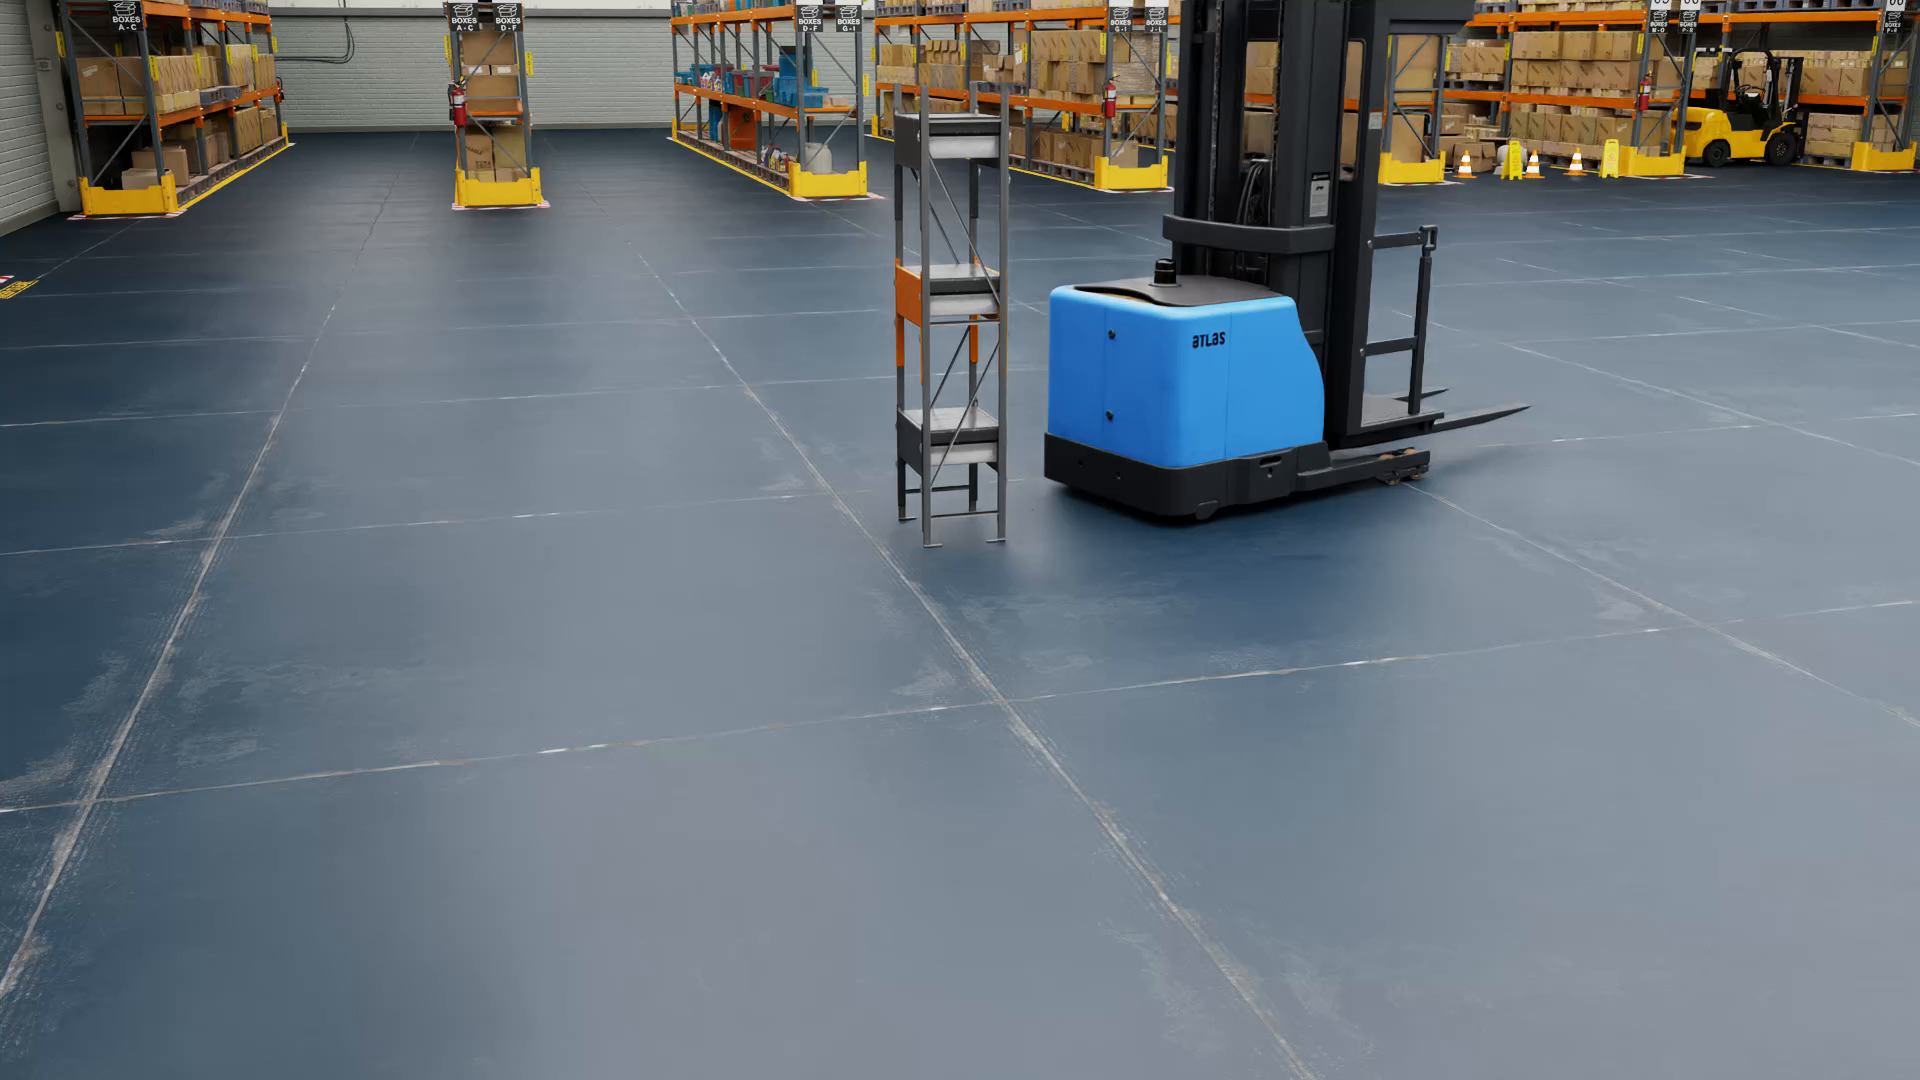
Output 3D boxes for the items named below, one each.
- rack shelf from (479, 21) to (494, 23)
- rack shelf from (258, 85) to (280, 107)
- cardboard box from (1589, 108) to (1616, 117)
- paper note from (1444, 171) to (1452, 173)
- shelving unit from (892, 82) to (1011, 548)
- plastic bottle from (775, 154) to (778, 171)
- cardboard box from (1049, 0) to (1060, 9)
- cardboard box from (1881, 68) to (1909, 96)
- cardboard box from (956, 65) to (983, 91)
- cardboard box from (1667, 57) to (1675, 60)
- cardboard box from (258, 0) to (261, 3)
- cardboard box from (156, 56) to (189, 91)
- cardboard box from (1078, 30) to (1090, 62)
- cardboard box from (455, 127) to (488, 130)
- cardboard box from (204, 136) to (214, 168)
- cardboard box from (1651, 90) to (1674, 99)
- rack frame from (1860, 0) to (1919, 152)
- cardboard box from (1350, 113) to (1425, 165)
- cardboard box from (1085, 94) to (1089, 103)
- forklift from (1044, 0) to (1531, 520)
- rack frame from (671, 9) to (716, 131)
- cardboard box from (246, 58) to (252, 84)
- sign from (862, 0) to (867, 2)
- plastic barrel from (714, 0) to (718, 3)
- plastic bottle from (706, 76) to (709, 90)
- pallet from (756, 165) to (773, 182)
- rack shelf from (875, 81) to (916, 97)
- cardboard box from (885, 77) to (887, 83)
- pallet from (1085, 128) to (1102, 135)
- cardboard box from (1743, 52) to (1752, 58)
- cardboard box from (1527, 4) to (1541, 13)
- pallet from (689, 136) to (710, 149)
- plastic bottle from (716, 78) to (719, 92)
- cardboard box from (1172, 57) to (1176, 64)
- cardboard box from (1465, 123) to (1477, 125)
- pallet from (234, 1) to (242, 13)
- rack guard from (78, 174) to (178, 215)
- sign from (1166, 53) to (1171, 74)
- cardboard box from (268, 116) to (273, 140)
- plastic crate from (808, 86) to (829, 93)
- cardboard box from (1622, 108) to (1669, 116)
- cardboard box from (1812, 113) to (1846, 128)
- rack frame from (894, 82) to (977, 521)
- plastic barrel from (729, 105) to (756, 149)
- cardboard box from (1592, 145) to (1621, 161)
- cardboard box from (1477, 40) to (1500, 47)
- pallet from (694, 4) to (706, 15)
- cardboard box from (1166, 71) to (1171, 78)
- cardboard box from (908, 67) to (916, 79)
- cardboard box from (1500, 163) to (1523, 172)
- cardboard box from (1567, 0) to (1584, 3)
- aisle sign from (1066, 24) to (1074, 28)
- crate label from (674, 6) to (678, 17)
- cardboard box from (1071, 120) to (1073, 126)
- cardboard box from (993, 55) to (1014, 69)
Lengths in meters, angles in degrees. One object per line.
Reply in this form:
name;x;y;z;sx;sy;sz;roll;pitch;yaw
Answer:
rack shelf;-10.581;-11.326;36.481;1.077;0.370;4.000;-5;17;-15
rack shelf;-15.343;-9.497;35.605;1.077;0.370;4.000;-5;17;-15
cardboard box;11.685;-7.779;30.252;0.380;0.149;0.250;-4;17;-14
paper note;8.802;-6.642;30.013;0.144;0.017;0.142;1;17;4
shelving unit;-0.045;-1.051;7.802;0.431;2.100;0.503;-5;17;-15
plastic bottle;-2.977;-6.242;27.489;0.152;0.276;0.135;-5;17;-17
cardboard box;1.847;-9.186;28.366;0.500;0.250;0.500;-5;18;-17
cardboard box;17.224;-8.528;30.954;0.500;0.500;0.500;-4;17;-13
cardboard box;0.220;-9.522;34.262;0.500;0.500;0.500;-4;17;-14
cardboard box;15.306;-10.214;35.440;0.380;0.149;0.250;-5;17;-15
cardboard box;-15.144;-11.540;35.297;0.500;0.250;0.500;-5;18;-17
cardboard box;-11.896;-6.988;24.925;0.500;0.500;0.500;-5;17;-17
cardboard box;2.261;-8.084;27.220;0.500;0.500;0.500;-5;17;-15
cardboard box;-7.731;-6.282;26.397;0.500;0.500;0.500;-5;17;-15
cardboard box;-13.104;-6.575;28.206;0.700;0.500;0.500;-4;17;-15
cardboard box;12.427;-7.917;29.532;0.380;0.149;0.250;-5;17;-15
rack frame;17.093;-8.321;30.439;1.000;3.000;0.127;-5;17;-15
cardboard box;7.340;-6.874;28.585;0.875;0.875;0.875;-5;17;-15
cardboard box;2.276;-7.291;27.446;0.380;0.149;0.250;-5;17;-15
forklift;1.945;-1.811;8.887;3.031;2.935;1.130;-11;20;-33
rack frame;-6.367;-11.178;39.951;1.000;3.000;0.127;-5;17;-15
cardboard box;-14.274;-9.240;32.774;0.500;0.500;0.500;-5;17;-15
sign;-1.439;-8.235;24.925;0.100;0.325;0.005;-5;17;-15
plastic barrel;-4.800;-11.146;33.665;0.433;0.535;0.433;0;17;0
plastic bottle;-5.252;-9.598;34.906;0.152;0.276;0.135;-5;17;-15
pallet;-2.924;-6.334;28.672;1.003;0.211;1.213;-5;17;-15
rack shelf;-1.055;-10.672;39.516;1.077;0.370;4.000;-5;17;-15
cardboard box;-1.609;-11.111;40.165;0.380;0.149;0.250;-5;17;-16
pallet;3.734;-10.013;40.919;1.003;0.211;1.213;-5;17;-15
cardboard box;15.971;-9.753;33.388;0.380;0.149;0.250;-4;17;-14
cardboard box;11.087;-10.167;31.809;0.380;0.149;0.250;-5;17;-15
pallet;-5.507;-8.936;37.335;1.003;0.211;1.213;-5;17;-15
plastic bottle;-4.874;-9.187;33.545;0.097;0.271;0.097;0;17;0
cardboard box;4.749;-10.256;35.553;0.380;0.149;0.250;-5;17;-16
cardboard box;10.479;-8.722;35.613;0.950;0.372;0.625;-5;17;-16
pallet;-14.494;-10.384;32.424;0.805;0.209;1.217;-5;18;-17
rack guard;-11.516;-4.793;23.039;1.175;0.500;0.348;-5;17;-15
sign;3.314;-7.601;26.539;0.100;0.325;0.005;-5;17;-15
cardboard box;-15.327;-8.936;36.100;0.700;0.500;0.500;-5;18;-17
plastic crate;-2.504;-7.503;27.974;0.499;0.251;0.616;-5;17;-15
cardboard box;15.240;-9.244;36.909;0.875;0.625;0.625;-4;17;-13
cardboard box;16.520;-7.927;31.441;0.500;0.250;0.500;-4;17;-14
rack frame;-0.113;-1.119;8.027;0.400;2.100;0.015;-5;17;-15
plastic barrel;-4.319;-8.261;33.282;0.600;0.830;0.708;-5;17;-15
cardboard box;11.834;-7.021;30.160;0.500;0.250;0.500;-5;17;-16
cardboard box;10.676;-10.035;33.598;0.380;0.149;0.250;-5;17;-17
pallet;-4.958;-11.209;35.167;1.213;0.211;1.003;-5;17;-15
cardboard box;4.676;-10.042;35.875;0.380;0.149;0.250;-4;17;-14
cardboard box;-0.879;-10.635;37.887;0.500;0.250;0.500;-5;17;-16
cardboard box;10.019;-6.765;30.214;0.380;0.149;0.250;4;17;13
cardboard box;11.496;-9.977;30.481;0.500;0.250;0.500;-5;17;-15
aisle sign;2.884;-13.175;42.081;0.394;0.787;0.004;-5;17;-15
crate label;-6.424;-12.263;38.606;0.408;0.251;0.502;-5;17;-15
cardboard box;3.029;-10.599;42.250;0.380;0.149;0.250;-4;17;-14
cardboard box;1.031;-9.313;32.838;0.700;0.500;0.500;-2;17;-7
